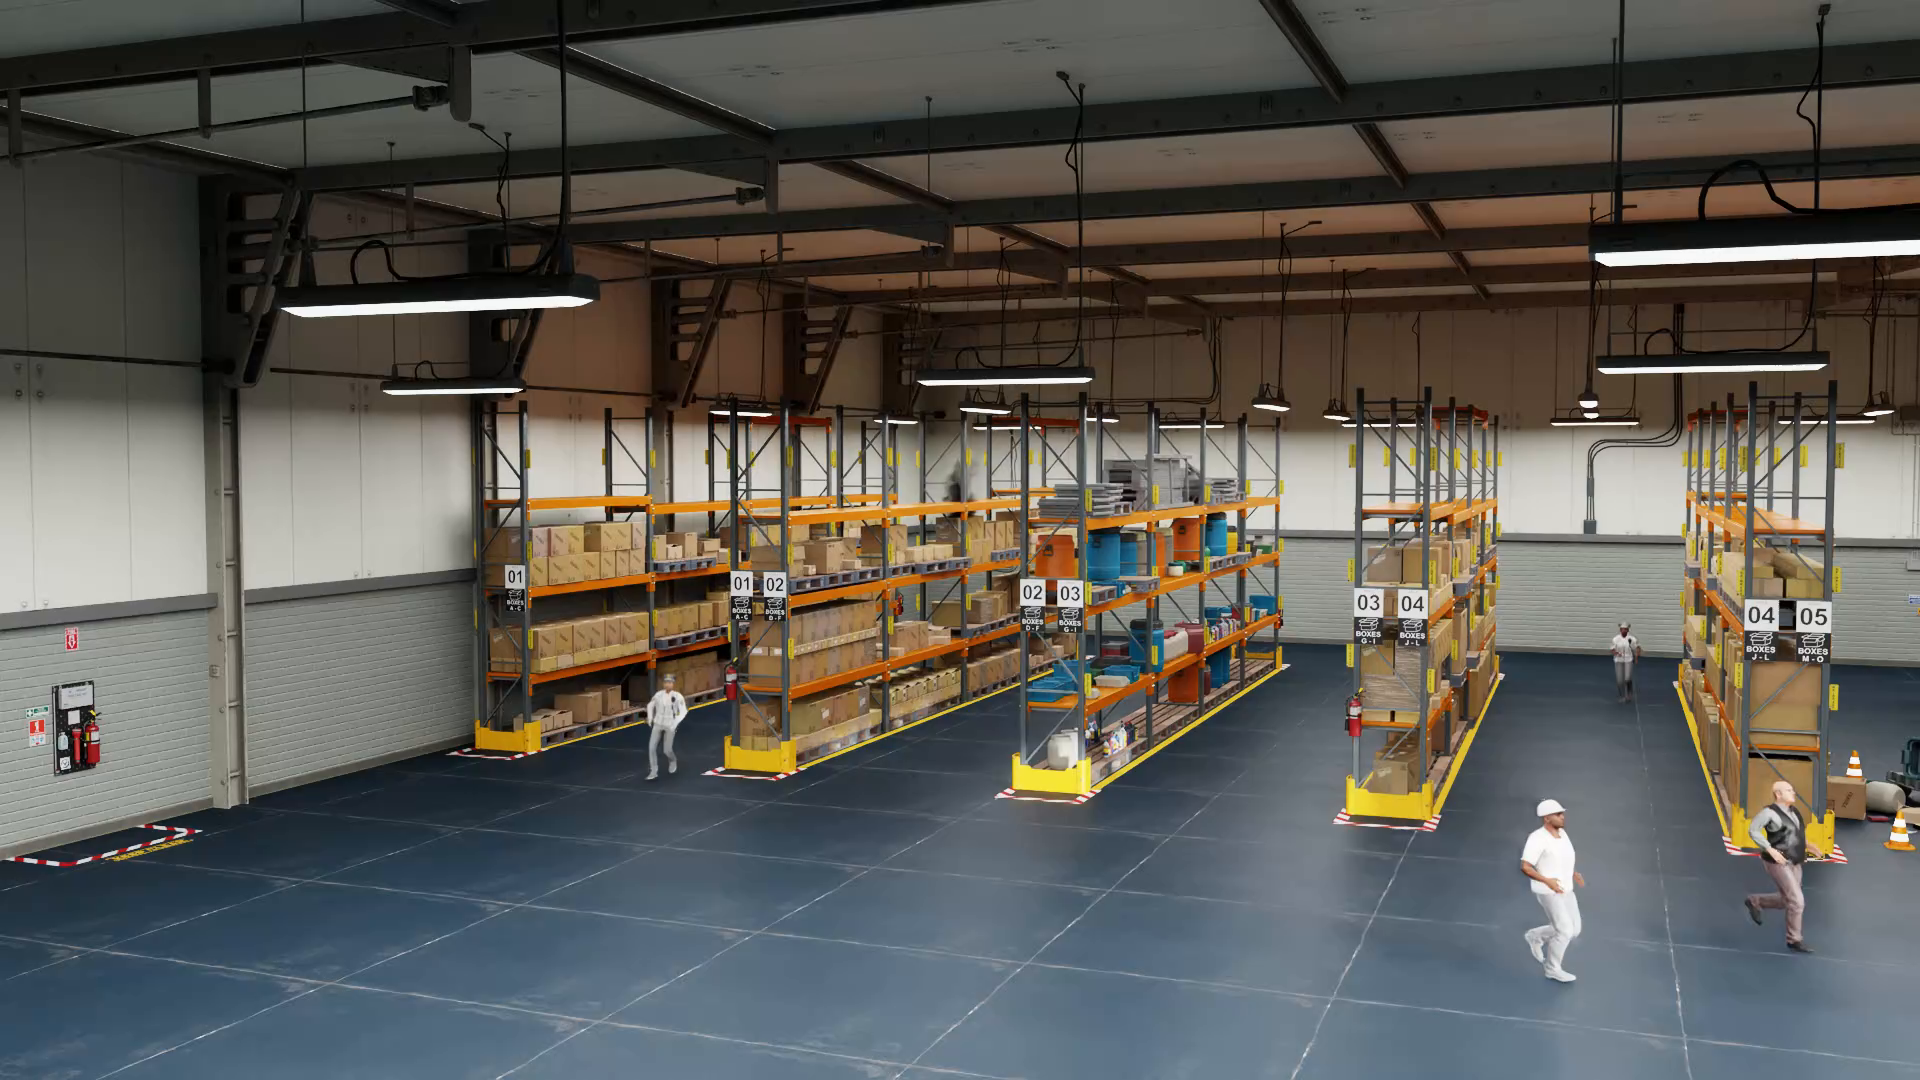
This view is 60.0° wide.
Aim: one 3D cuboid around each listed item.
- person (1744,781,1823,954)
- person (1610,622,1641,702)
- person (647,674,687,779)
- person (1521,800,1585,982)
[{"bbox_3d":[8.434,3.331,17.124,0.662,1.712,0.819,-2,3,-33],"label":"person"},{"bbox_3d":[13.596,2.508,34.012,0.556,1.662,0.603,1,3,27],"label":"person"},{"bbox_3d":[-4.651,2.914,26.165,0.651,1.628,0.678,1,3,11],"label":"person"},{"bbox_3d":[5.686,3.359,16.038,0.698,1.717,0.609,-2,4,-40],"label":"person"}]
